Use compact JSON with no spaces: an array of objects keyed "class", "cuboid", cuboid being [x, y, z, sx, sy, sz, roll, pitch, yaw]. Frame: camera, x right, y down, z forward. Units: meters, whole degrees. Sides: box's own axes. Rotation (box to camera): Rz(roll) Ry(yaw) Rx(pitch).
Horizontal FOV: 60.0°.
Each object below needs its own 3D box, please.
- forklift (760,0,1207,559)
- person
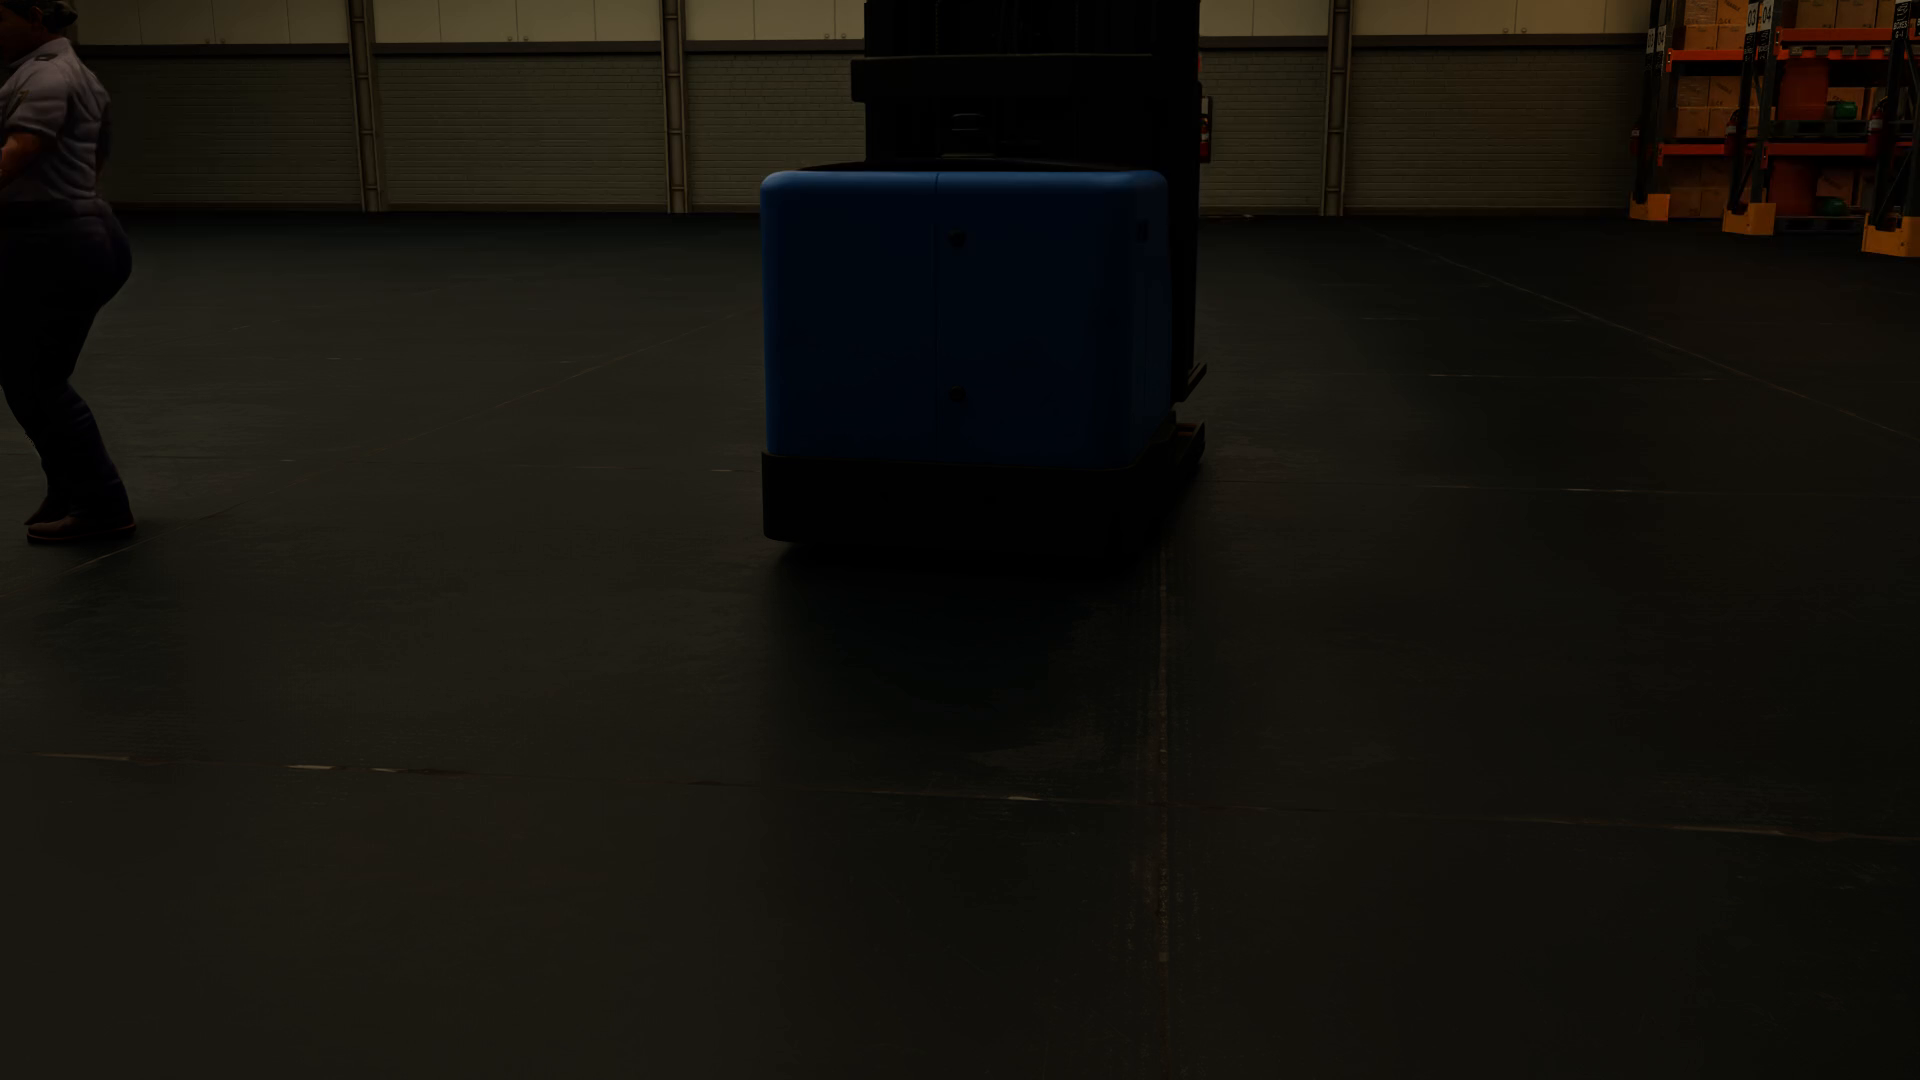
[{"class":"forklift","cuboid":[0.284,-1.665,5.629,1.130,2.935,3.031,3,14,13]},{"class":"person","cuboid":[-2.687,-0.784,4.848,0.462,1.673,0.843,-2,13,-9]}]
